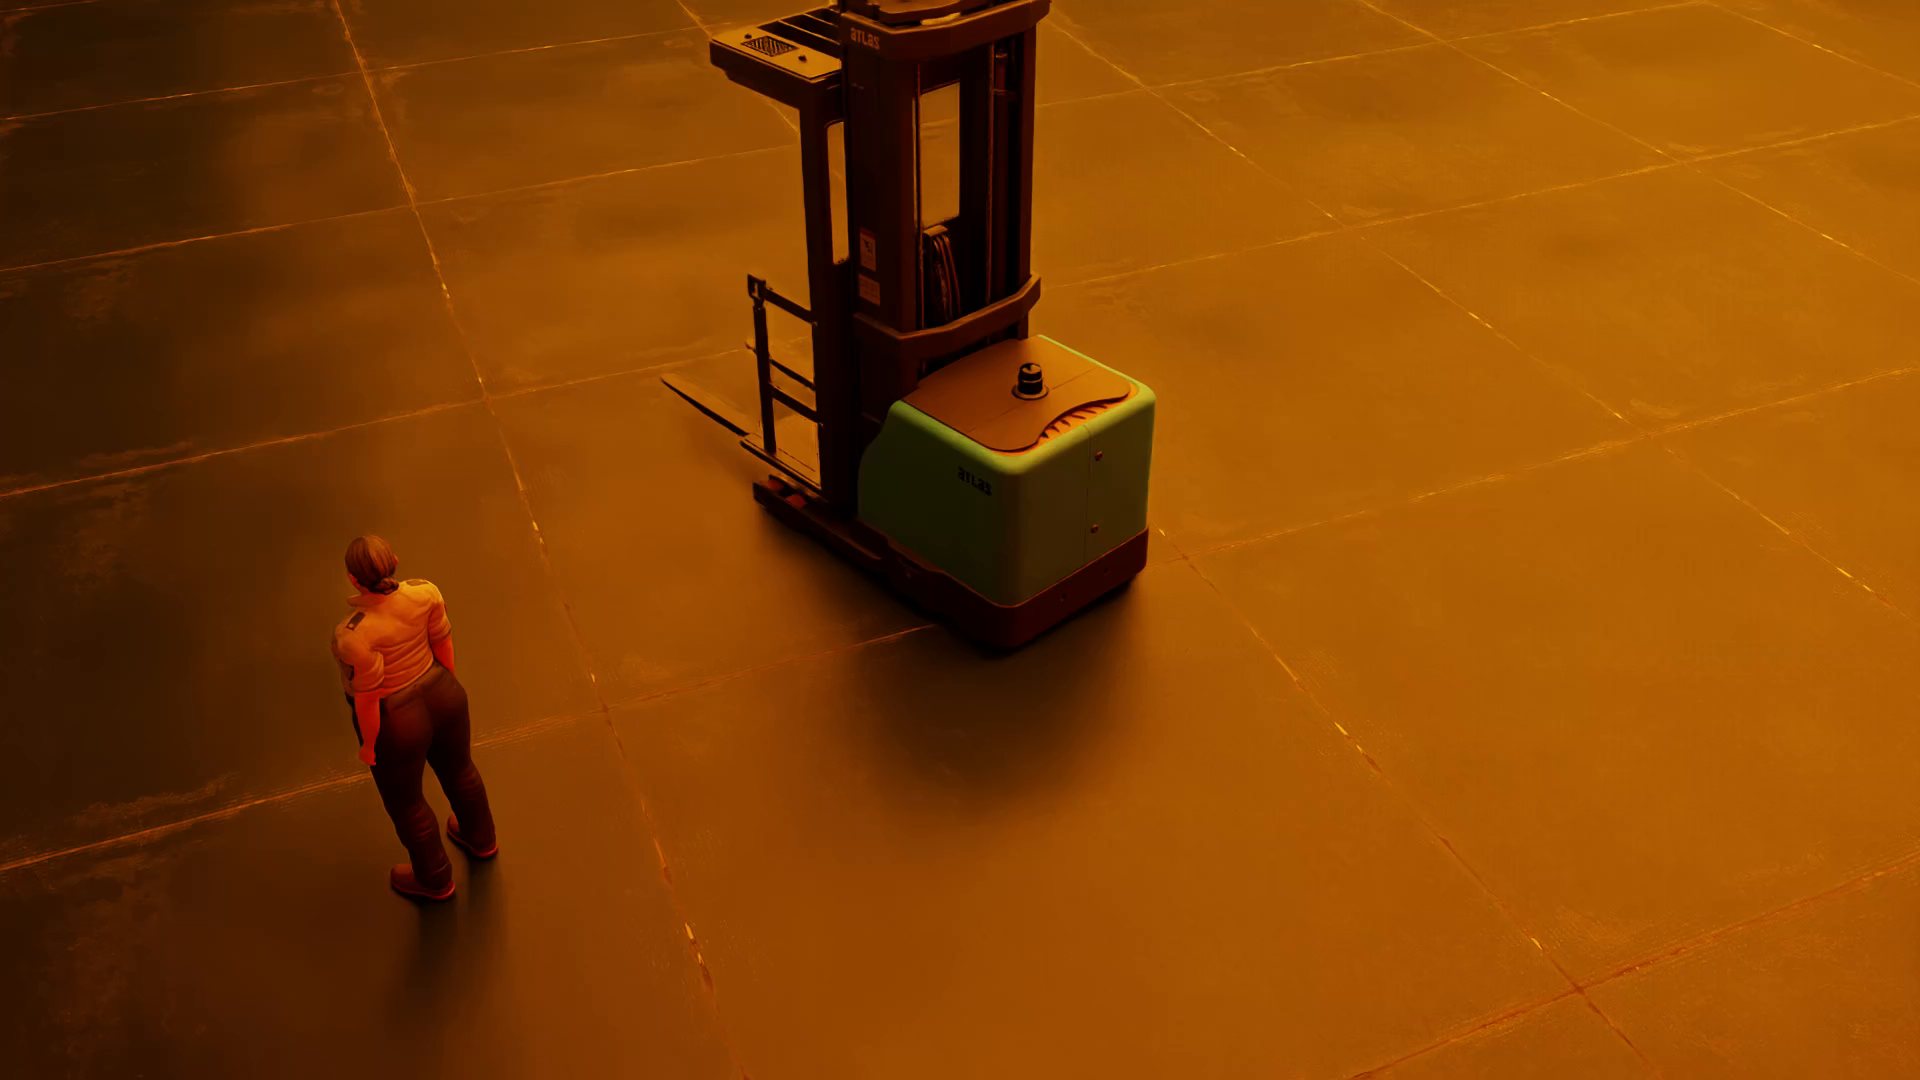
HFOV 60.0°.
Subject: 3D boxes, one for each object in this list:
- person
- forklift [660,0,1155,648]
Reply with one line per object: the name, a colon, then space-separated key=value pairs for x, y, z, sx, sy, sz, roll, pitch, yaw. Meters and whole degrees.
person: x=-2.082 y=0.657 z=6.285 sx=0.348 sy=1.653 sz=0.479 roll=20 pitch=40 yaw=26
forklift: x=-0.446 y=-1.451 z=8.139 sx=1.130 sy=2.935 sz=3.031 roll=-29 pitch=44 yaw=-34
